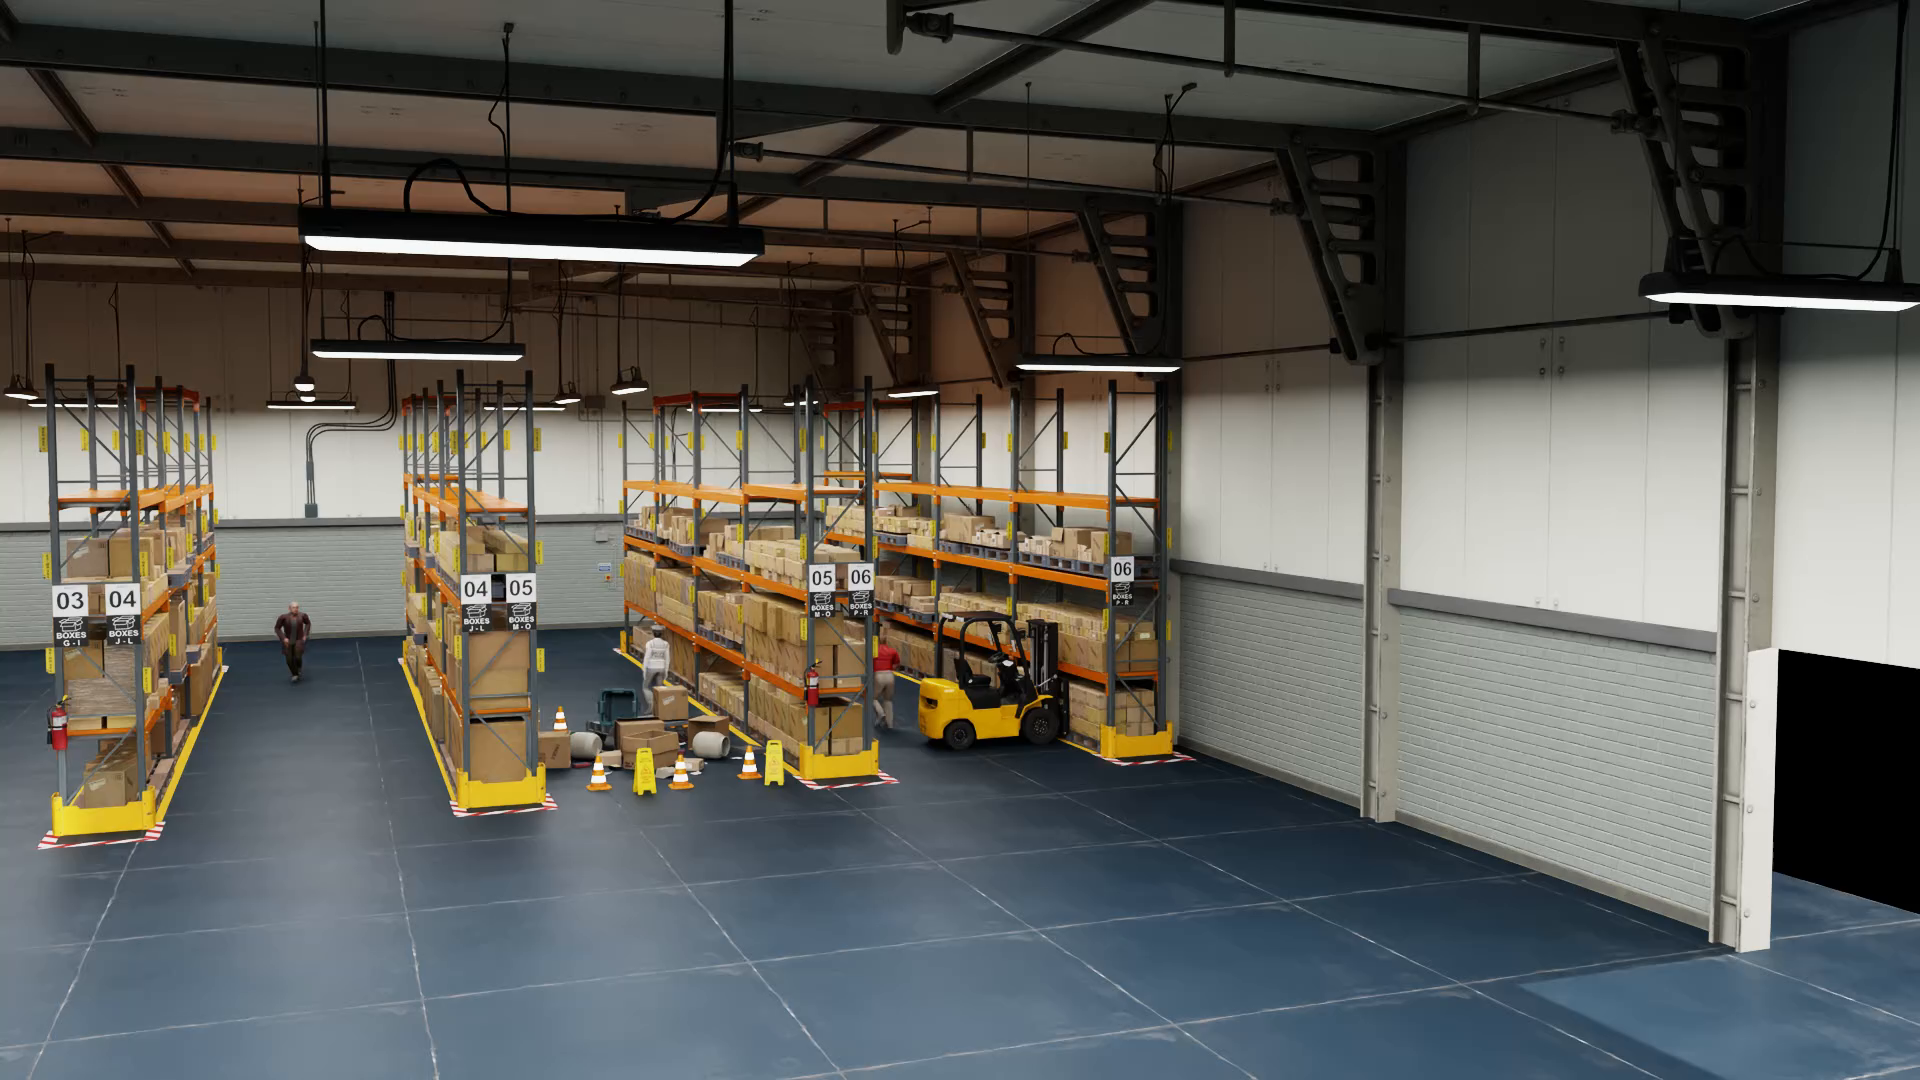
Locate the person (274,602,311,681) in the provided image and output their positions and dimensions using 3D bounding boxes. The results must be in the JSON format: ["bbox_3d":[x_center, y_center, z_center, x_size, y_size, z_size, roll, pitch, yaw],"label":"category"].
[{"bbox_3d":[-13.998,2.223,34.905,0.677,1.498,0.668,-1,3,-13],"label":"person"}]

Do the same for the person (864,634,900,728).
[{"bbox_3d":[-1.377,2.482,29.367,0.665,1.618,0.770,-1,4,-20],"label":"person"}]

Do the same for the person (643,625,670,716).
[{"bbox_3d":[-5.530,2.387,30.259,0.523,1.676,0.394,-2,4,-26],"label":"person"}]
